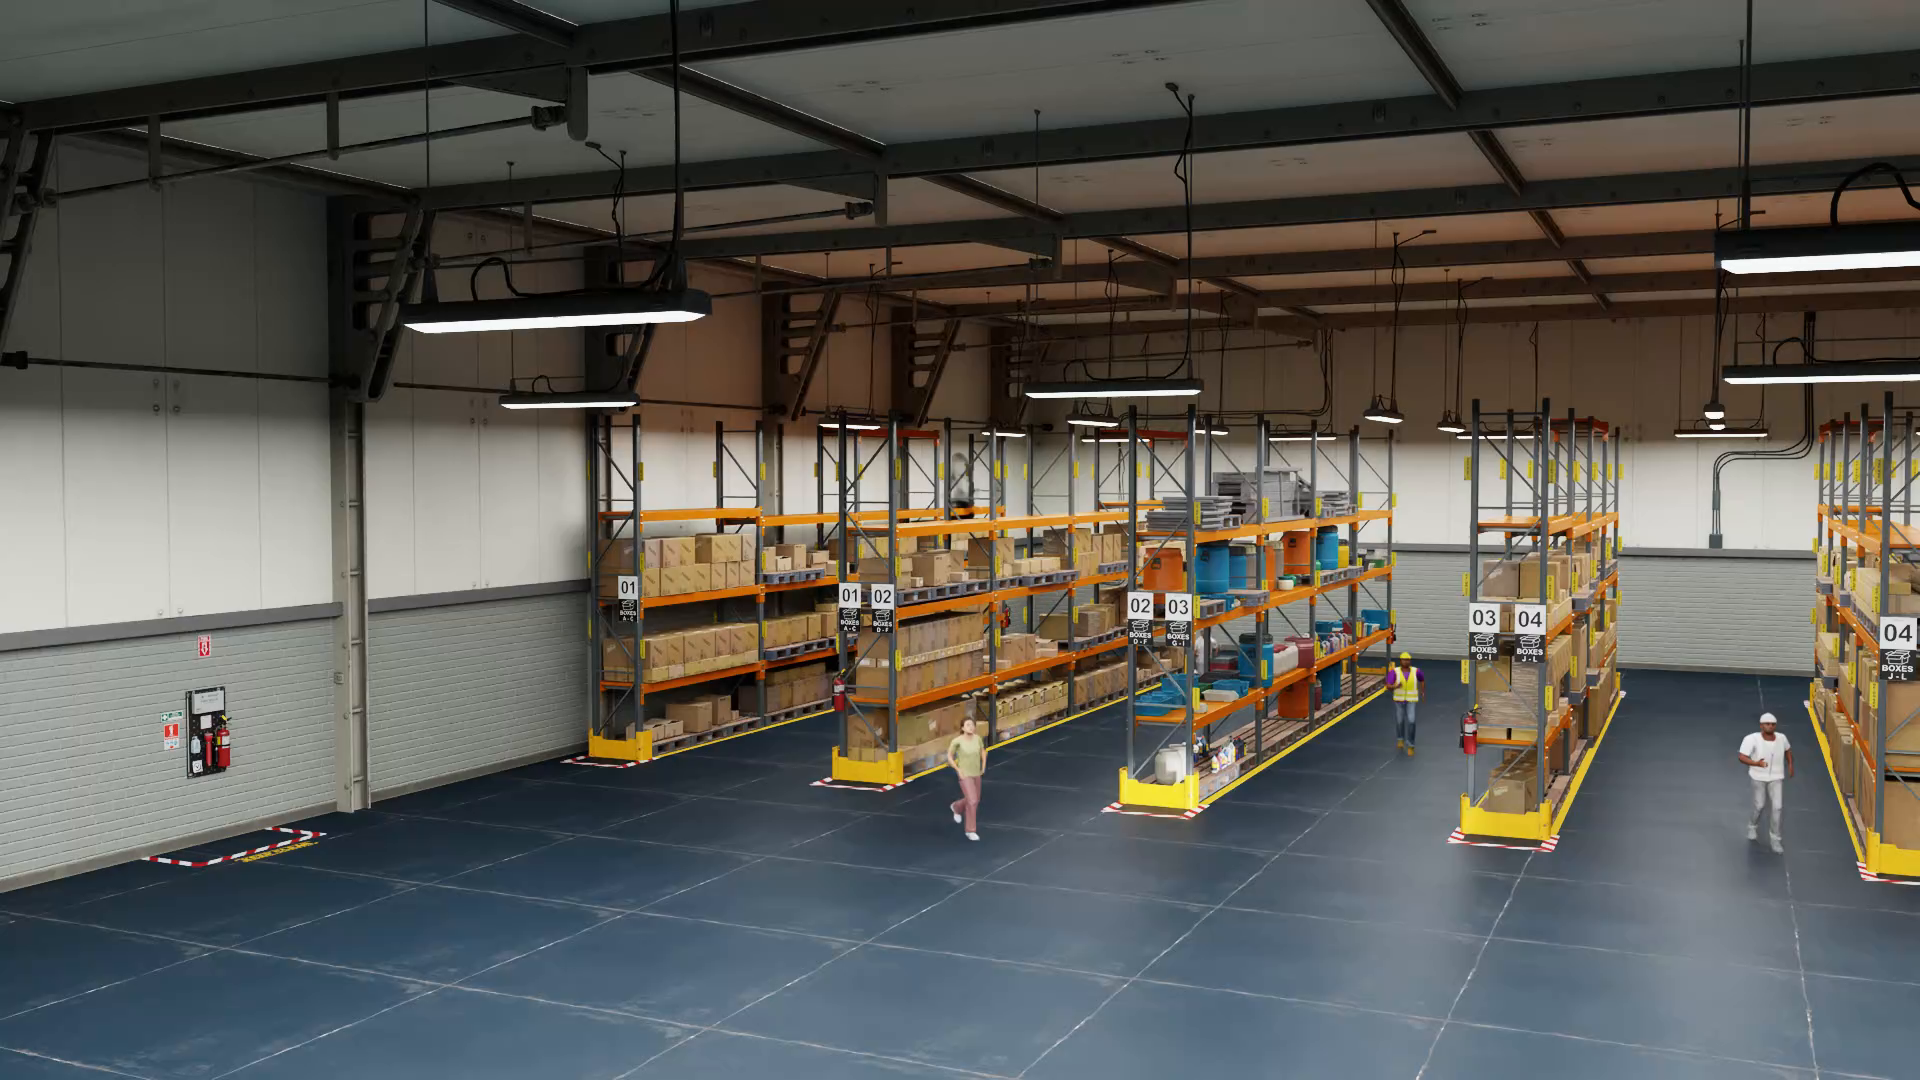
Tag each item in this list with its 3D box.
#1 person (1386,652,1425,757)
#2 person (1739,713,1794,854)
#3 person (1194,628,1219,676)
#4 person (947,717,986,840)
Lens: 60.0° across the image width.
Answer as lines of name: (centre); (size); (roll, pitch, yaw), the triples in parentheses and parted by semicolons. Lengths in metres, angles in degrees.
person: (7.911, 2.895, 29.536); (0.677, 1.821, 0.807); (1, 2, 15)
person: (10.744, 3.206, 22.158); (0.720, 1.821, 0.822); (0, 2, 10)
person: (5.318, 2.677, 36.153); (0.548, 1.676, 0.636); (1, 2, 17)
person: (0.074, 3.243, 22.874); (0.584, 1.668, 0.712); (-1, 3, -30)
